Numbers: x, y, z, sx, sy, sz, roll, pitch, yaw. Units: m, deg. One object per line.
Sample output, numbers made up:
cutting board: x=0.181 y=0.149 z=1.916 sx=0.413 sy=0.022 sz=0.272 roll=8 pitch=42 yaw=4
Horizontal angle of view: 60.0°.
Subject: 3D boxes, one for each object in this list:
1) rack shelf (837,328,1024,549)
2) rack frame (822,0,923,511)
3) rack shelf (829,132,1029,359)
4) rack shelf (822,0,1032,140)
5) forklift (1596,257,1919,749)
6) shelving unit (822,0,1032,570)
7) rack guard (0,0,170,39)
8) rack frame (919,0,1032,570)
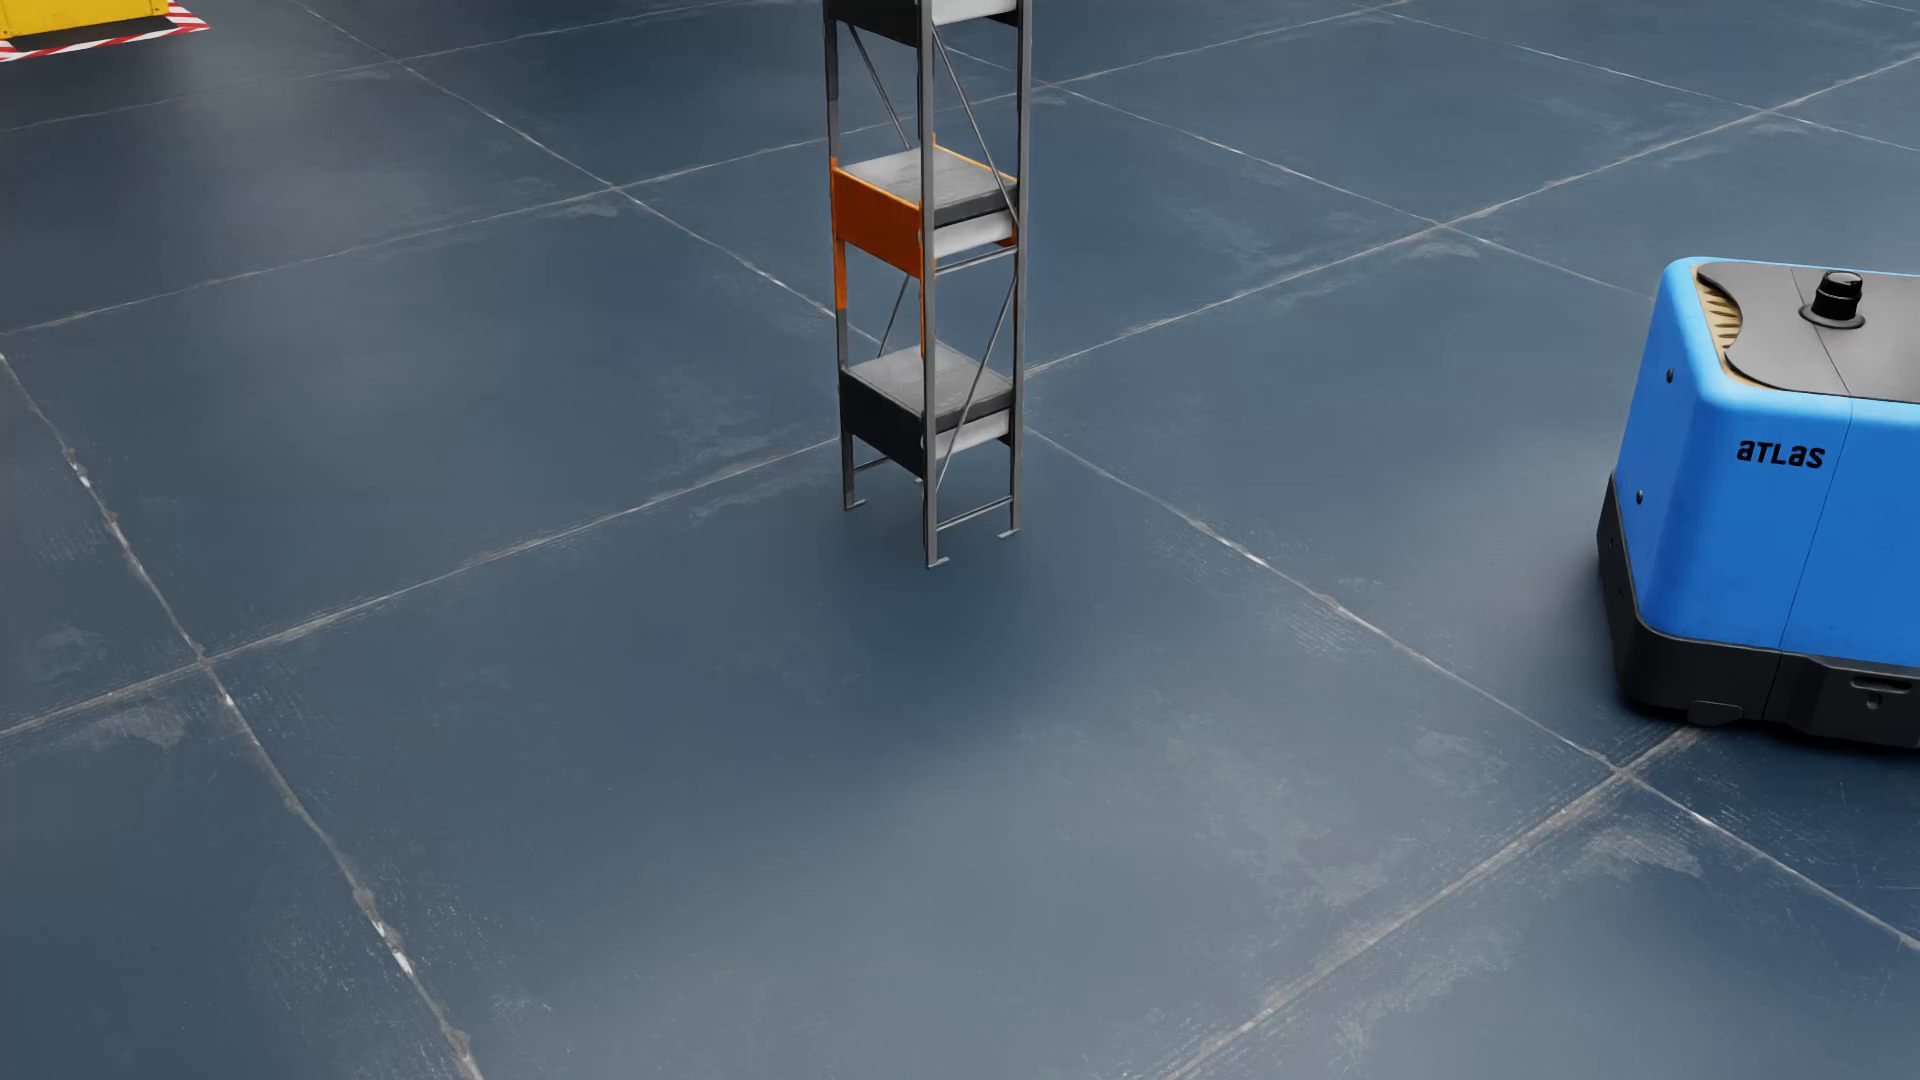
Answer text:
rack shelf: x=-0.102 y=-0.355 z=5.684 sx=0.431 sy=0.518 sz=0.480 roll=-22 pitch=38 yaw=-31
rack frame: x=-0.251 y=-1.063 z=5.471 sx=0.400 sy=2.100 sz=0.015 roll=-22 pitch=38 yaw=-31
rack shelf: x=-0.102 y=-0.949 z=5.314 sx=0.431 sy=0.518 sz=0.480 roll=-22 pitch=38 yaw=-31
rack shelf: x=-0.101 y=-1.544 z=4.945 sx=0.431 sy=0.518 sz=0.480 roll=-22 pitch=38 yaw=-31
forklift: x=3.527 y=-0.791 z=4.246 sx=3.031 sy=2.935 sz=1.130 roll=7 pitch=33 yaw=12
shelving unit: x=-0.102 y=-0.961 z=5.307 sx=0.431 sy=2.100 sz=0.503 roll=-22 pitch=38 yaw=-31
rack guard: x=-6.129 y=-3.817 z=11.421 sx=1.175 sy=0.500 sz=0.348 roll=-22 pitch=38 yaw=-31
rack frame: x=0.048 y=-0.859 z=5.143 sx=0.400 sy=2.100 sz=0.015 roll=-22 pitch=38 yaw=-31
